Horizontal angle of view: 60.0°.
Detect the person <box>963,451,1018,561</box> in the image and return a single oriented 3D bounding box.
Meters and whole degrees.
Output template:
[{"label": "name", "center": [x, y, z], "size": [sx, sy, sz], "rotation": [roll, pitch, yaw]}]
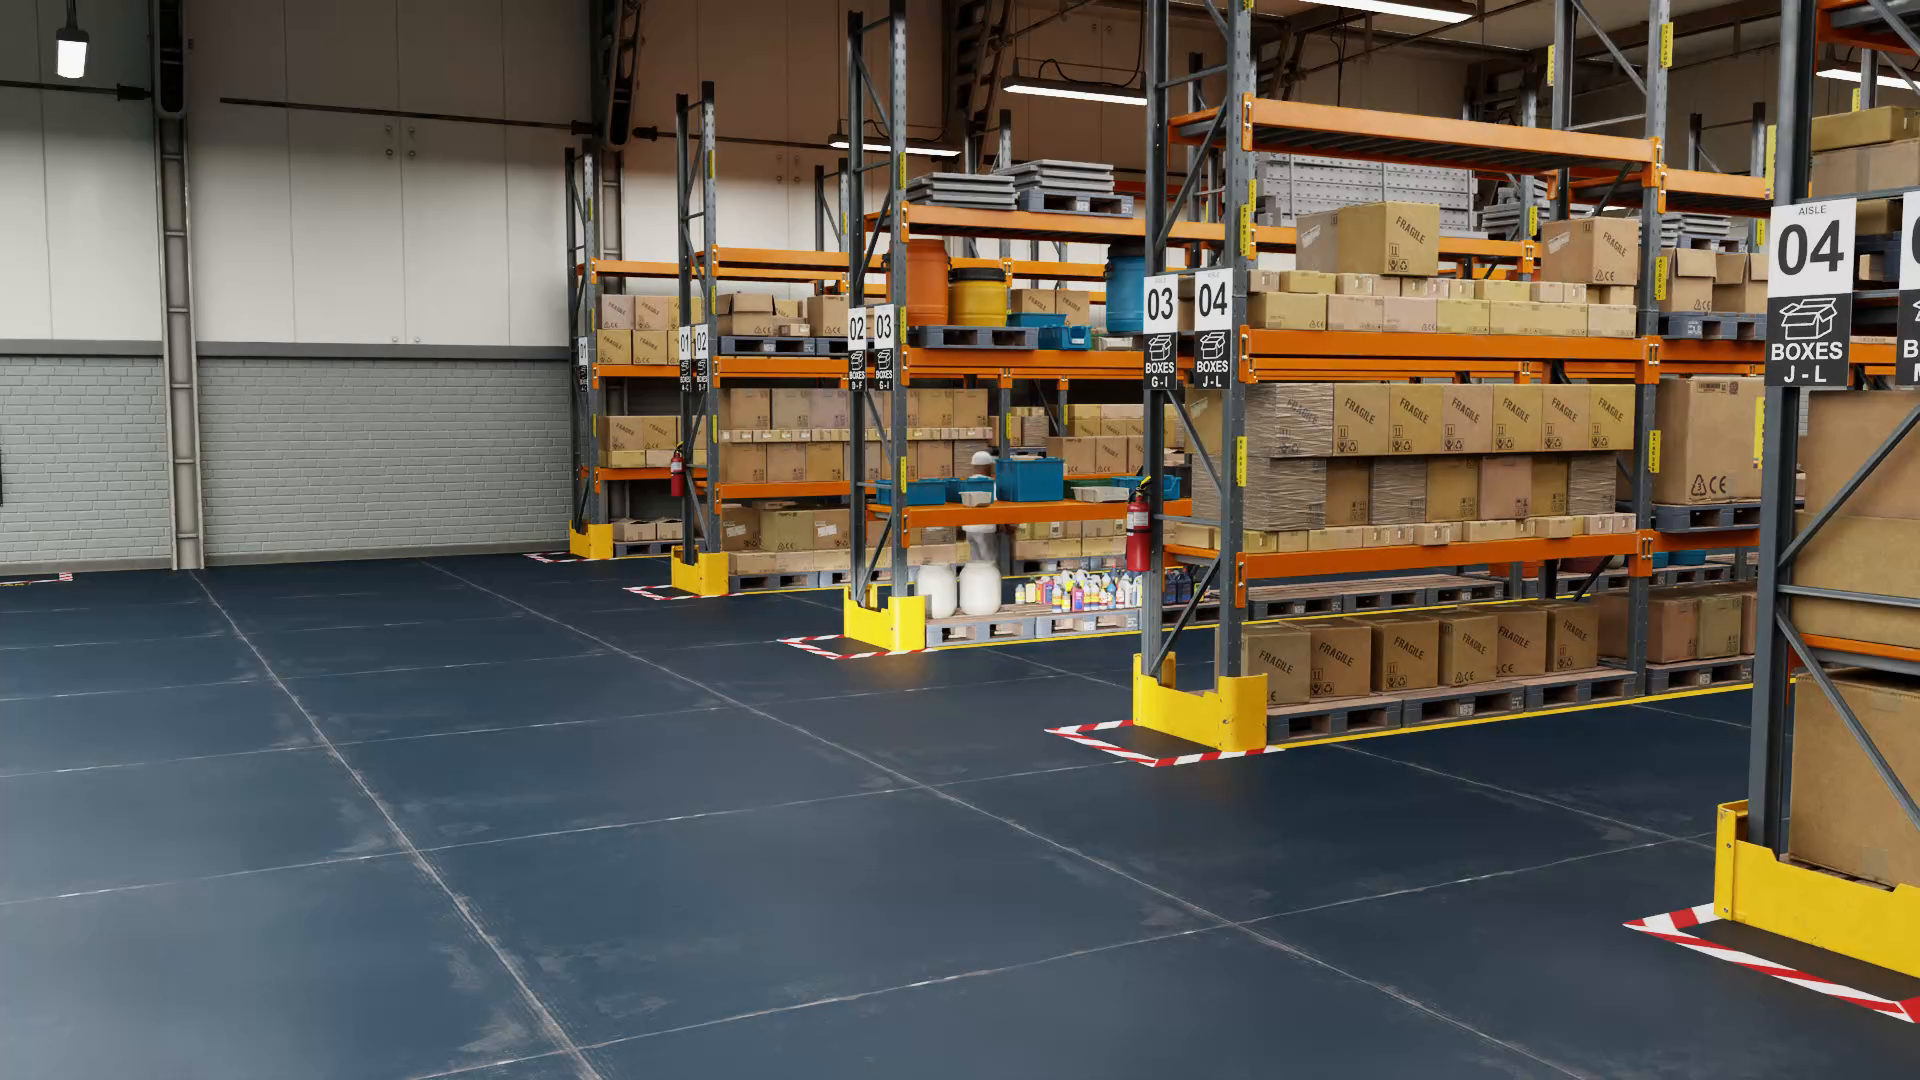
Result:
[{"label": "person", "center": [0.319, -0.089, 18.150], "size": [0.563, 1.763, 0.505], "rotation": [-3, 6, -29]}]
